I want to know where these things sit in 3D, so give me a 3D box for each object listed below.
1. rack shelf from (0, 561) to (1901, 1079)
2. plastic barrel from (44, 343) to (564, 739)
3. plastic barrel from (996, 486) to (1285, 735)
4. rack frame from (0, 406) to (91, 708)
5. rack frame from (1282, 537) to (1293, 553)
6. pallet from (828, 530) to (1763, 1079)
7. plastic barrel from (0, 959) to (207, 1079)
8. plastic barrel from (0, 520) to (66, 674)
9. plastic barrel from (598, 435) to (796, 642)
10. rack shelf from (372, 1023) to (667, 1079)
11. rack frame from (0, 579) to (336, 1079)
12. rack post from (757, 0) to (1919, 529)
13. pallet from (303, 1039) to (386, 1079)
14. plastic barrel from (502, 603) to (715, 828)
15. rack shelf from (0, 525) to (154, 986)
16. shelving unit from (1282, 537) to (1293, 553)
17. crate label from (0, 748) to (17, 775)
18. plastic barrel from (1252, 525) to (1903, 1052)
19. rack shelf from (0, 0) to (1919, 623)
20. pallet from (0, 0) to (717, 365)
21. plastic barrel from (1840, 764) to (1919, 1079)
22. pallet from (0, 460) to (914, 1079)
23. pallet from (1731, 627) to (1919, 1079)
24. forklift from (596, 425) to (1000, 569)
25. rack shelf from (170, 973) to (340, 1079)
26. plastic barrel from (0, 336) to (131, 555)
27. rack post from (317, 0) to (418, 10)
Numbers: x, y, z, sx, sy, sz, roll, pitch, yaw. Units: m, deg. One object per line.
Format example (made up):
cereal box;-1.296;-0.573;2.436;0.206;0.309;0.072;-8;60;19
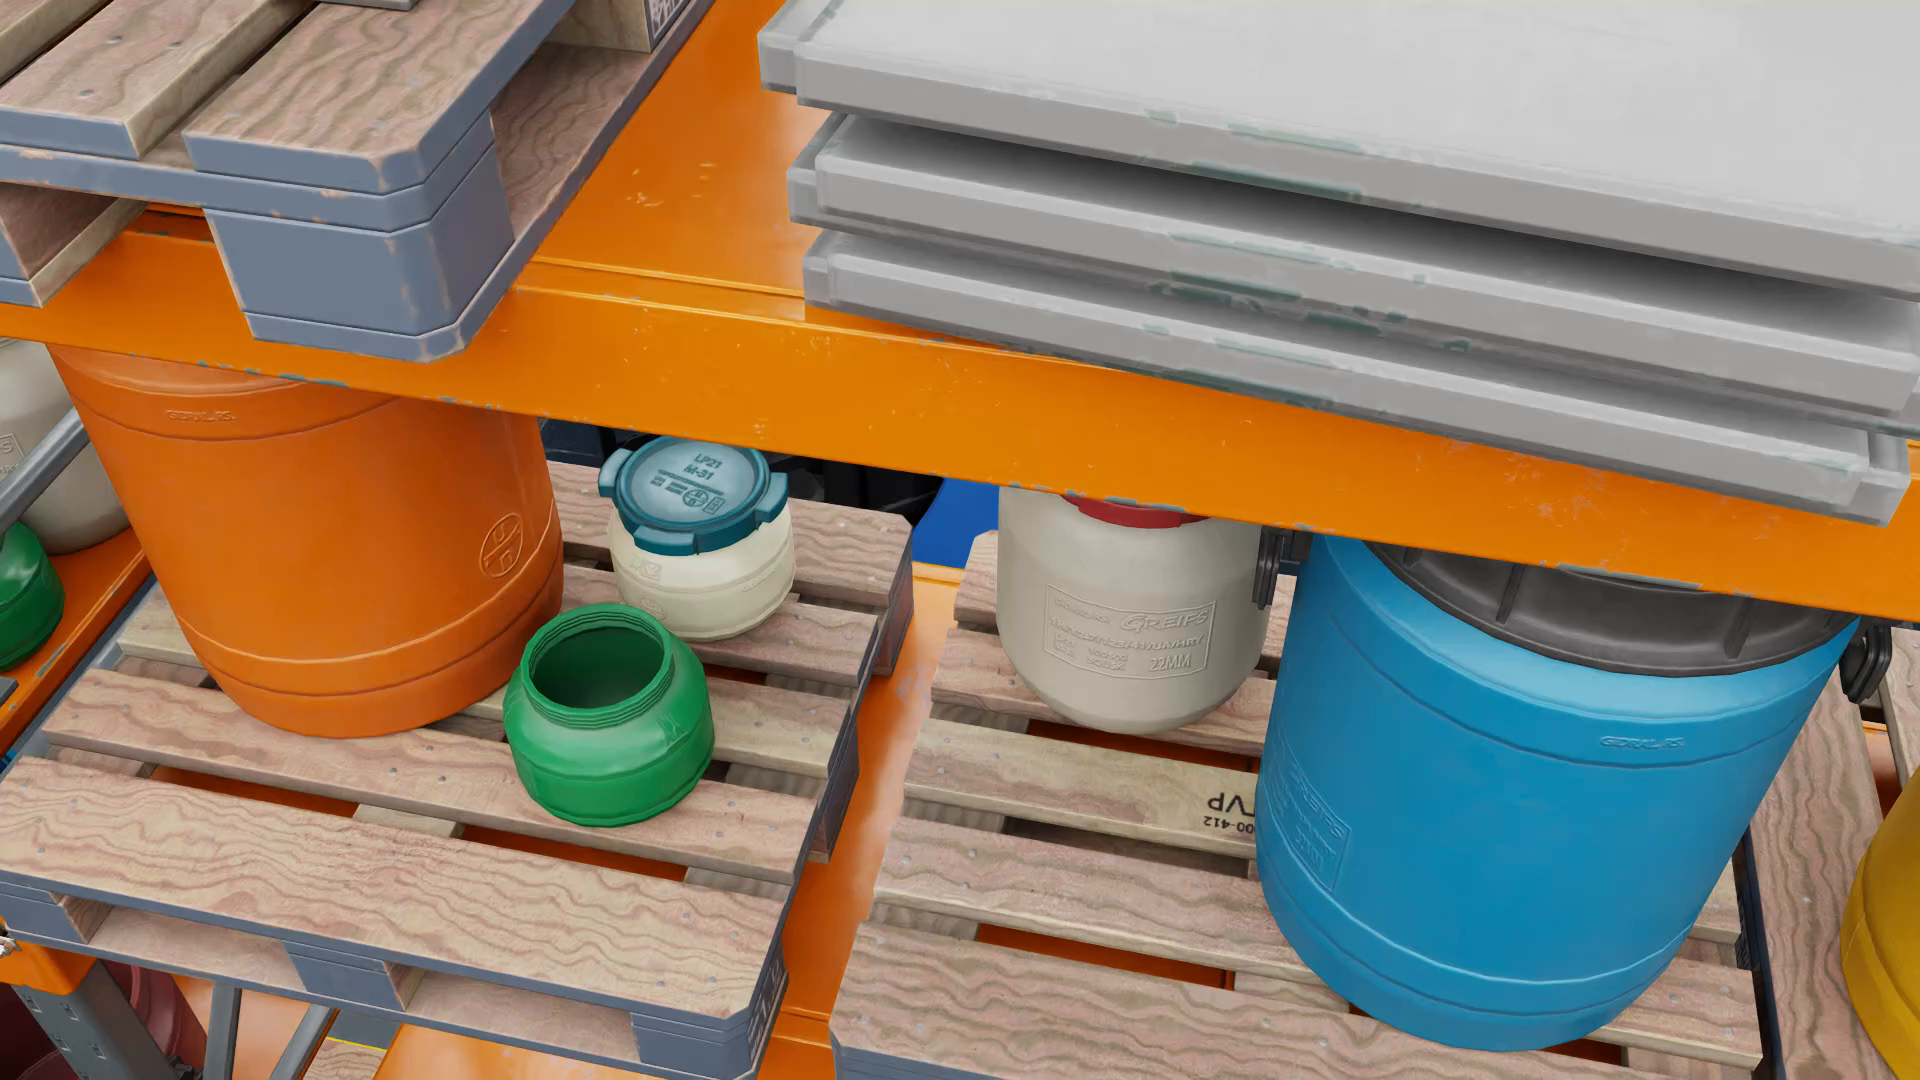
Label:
rack shelf;0.455;0.595;2.785;4.000;0.370;1.077;9;45;9
plastic barrel;-0.943;-0.186;2.464;0.708;0.830;0.600;9;45;9
plastic barrel;0.267;-0.001;2.485;0.433;0.535;0.433;0;44;0
rack frame;-1.496;-1.048;1.810;0.127;3.000;1.000;9;45;9
rack frame;1.486;-0.526;6.915;0.032;1.125;0.500;15;42;15
pallet;0.513;0.484;2.517;1.213;0.211;1.003;9;45;9
plastic barrel;-2.015;1.199;3.703;0.708;0.536;0.600;9;45;9
plastic barrel;-1.749;0.086;2.907;0.294;0.245;0.294;0;44;0
plastic barrel;-0.418;-0.006;2.687;0.301;0.262;0.301;0;44;0
rack shelf;0.455;1.675;3.825;4.000;0.370;1.077;9;45;9
rack frame;-1.496;1.113;3.890;0.127;3.000;1.000;9;45;9
rack post;0.404;-0.483;1.583;0.954;0.300;0.937;13;45;13
pallet;-2.244;1.974;5.007;1.213;0.211;1.003;9;45;9
plastic barrel;-0.513;0.253;2.430;0.294;0.245;0.294;0;44;0
rack shelf;-3.448;-0.011;3.414;4.000;0.370;1.077;9;45;9
shelving unit;1.013;-0.655;7.048;1.048;1.125;0.538;15;42;15
crate label;-2.407;0.767;4.225;0.616;0.435;0.502;9;45;9
plastic barrel;0.708;0.151;2.062;0.708;0.901;0.600;9;45;9
rack shelf;0.455;-0.342;1.884;4.000;0.370;1.077;9;45;9
pallet;-0.799;-0.706;1.879;1.003;0.211;1.213;9;45;9
plastic barrel;1.472;0.418;2.011;0.600;0.588;0.600;0;44;0
pallet;-0.771;0.283;2.727;1.213;0.211;1.003;9;45;9
pallet;1.621;0.654;2.341;1.003;0.211;1.213;9;45;9
forklift;-0.896;-0.649;5.771;3.031;2.935;1.130;-21;48;-20
rack shelf;-3.448;1.070;4.455;4.000;0.370;1.077;9;45;9
plastic barrel;-1.733;-0.262;3.076;0.421;0.512;0.421;0;44;0
rack post;-0.780;-0.939;1.751;0.937;0.300;0.954;9;45;9
